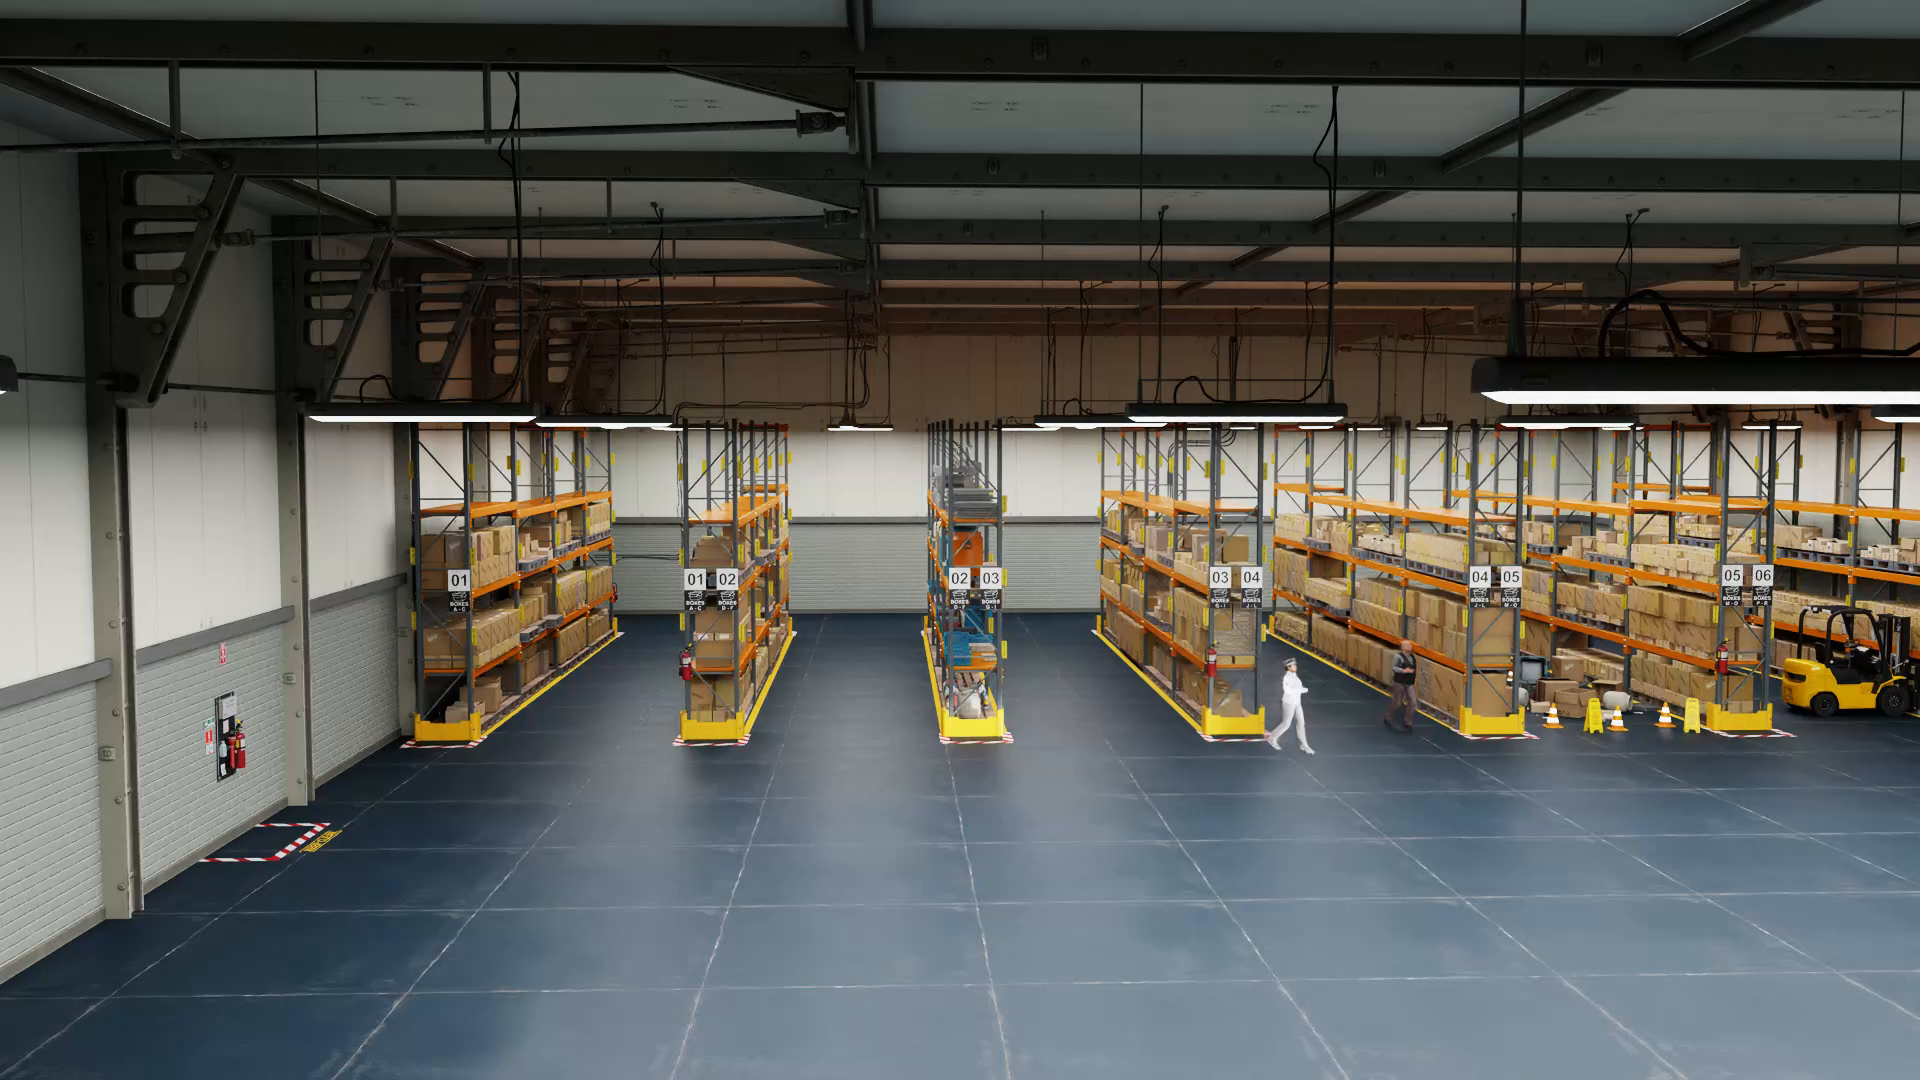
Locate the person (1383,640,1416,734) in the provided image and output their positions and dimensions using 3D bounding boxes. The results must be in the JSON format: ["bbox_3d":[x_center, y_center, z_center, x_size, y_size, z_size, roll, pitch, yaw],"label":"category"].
[{"bbox_3d":[8.534,2.821,32.060,0.670,1.791,0.746,-2,4,-27],"label":"person"}]

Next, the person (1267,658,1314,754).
[{"bbox_3d":[5.922,2.947,29.741,0.855,1.712,0.605,2,4,32],"label":"person"}]

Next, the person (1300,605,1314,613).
[{"bbox_3d":[10.154,1.701,48.837,0.887,1.774,0.709,3,5,43],"label":"person"}]
